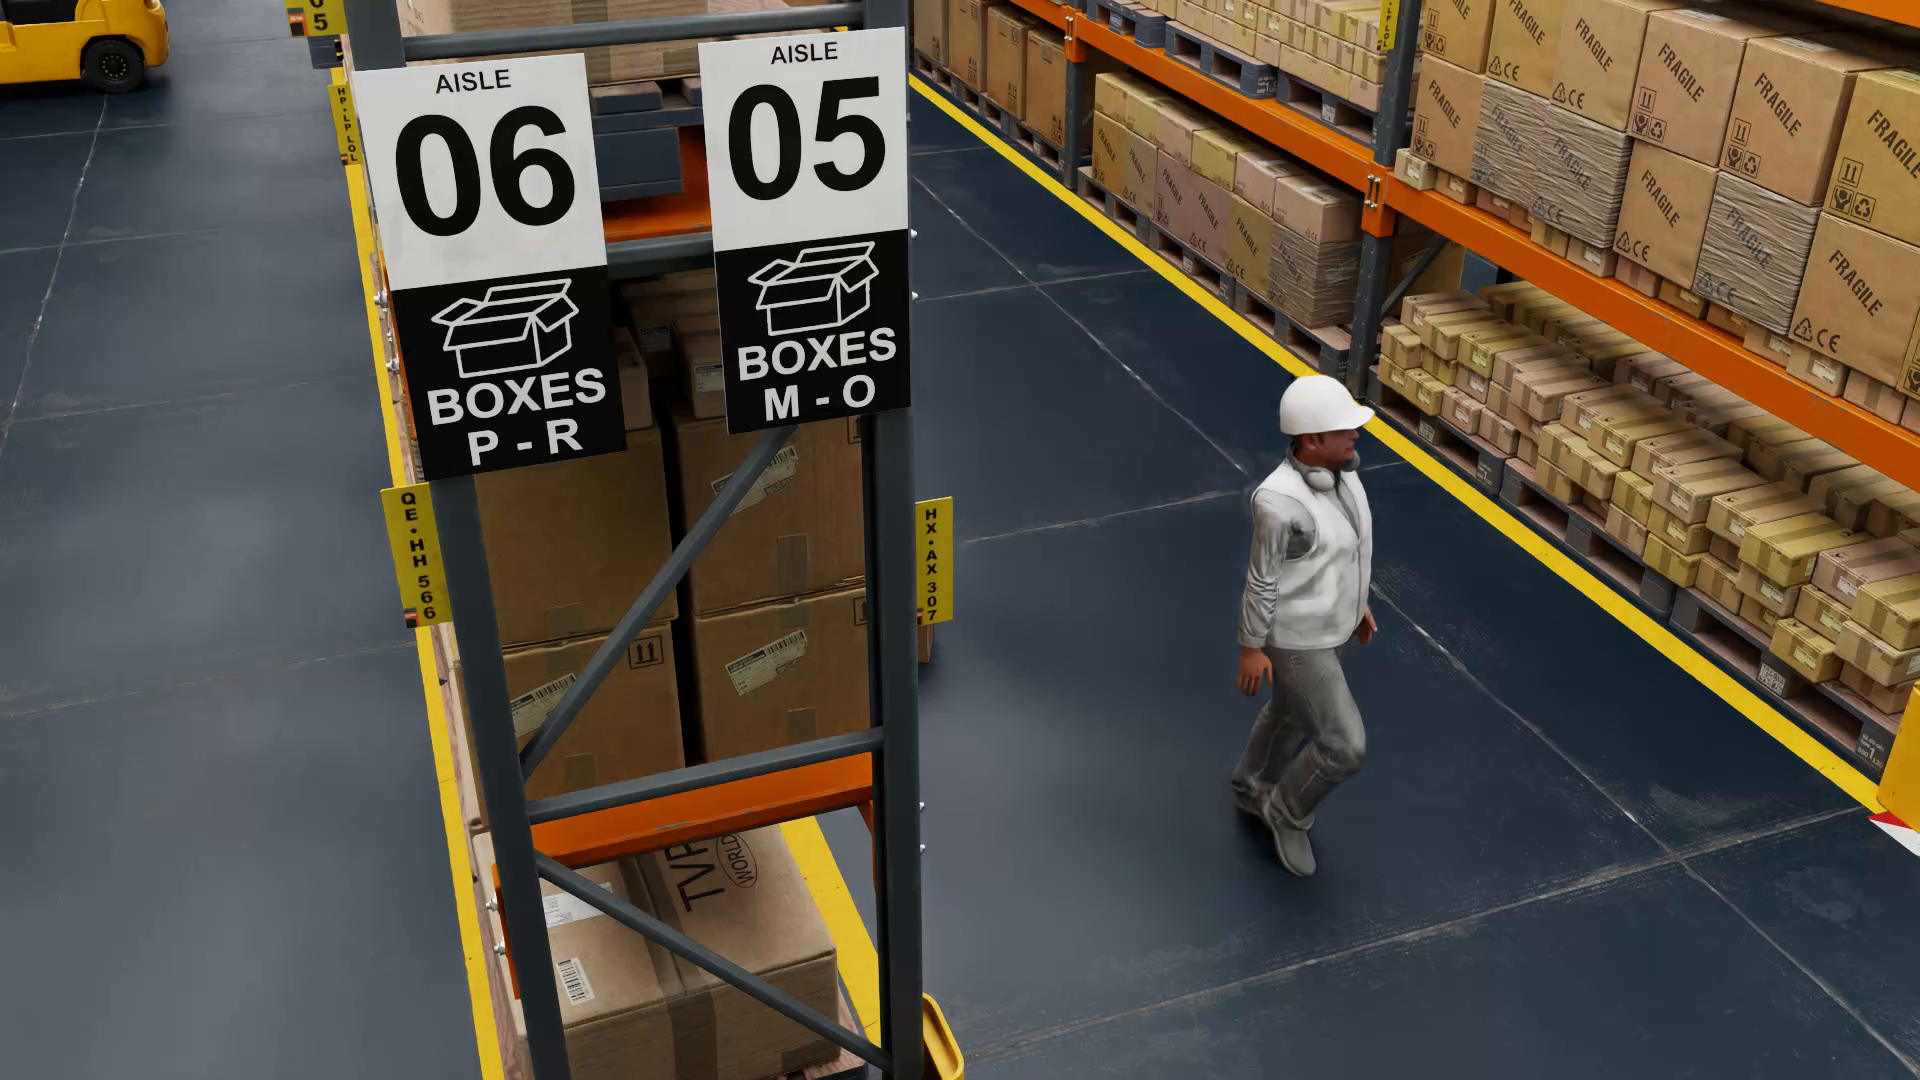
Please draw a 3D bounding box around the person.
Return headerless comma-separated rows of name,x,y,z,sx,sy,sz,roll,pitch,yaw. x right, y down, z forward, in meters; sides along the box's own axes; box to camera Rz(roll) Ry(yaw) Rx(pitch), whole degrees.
person,1.194,0.306,5.559,0.524,1.814,0.576,18,34,28
